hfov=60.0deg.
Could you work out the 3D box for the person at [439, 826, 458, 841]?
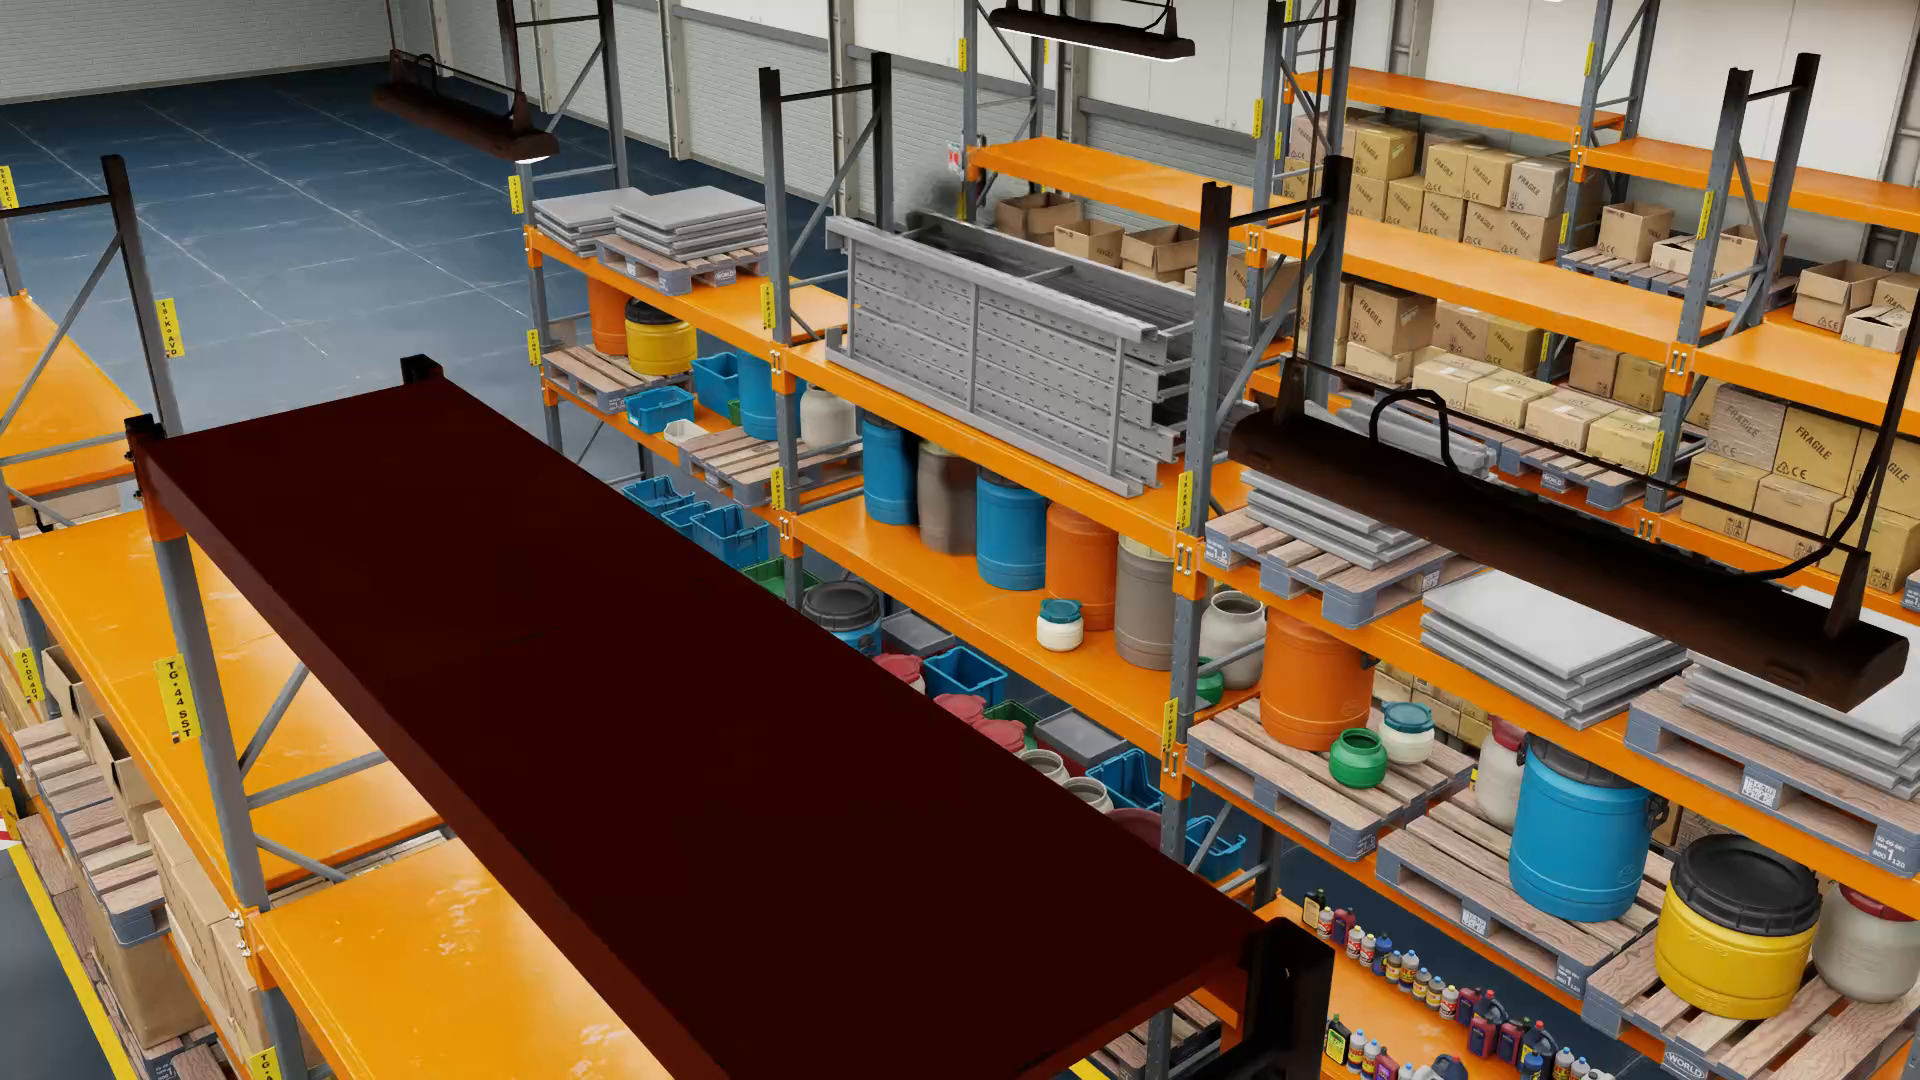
[{"bbox_3d":[-4.089,1.644,12.878,0.597,1.721,0.690,18,31,33],"label":"person"}]
